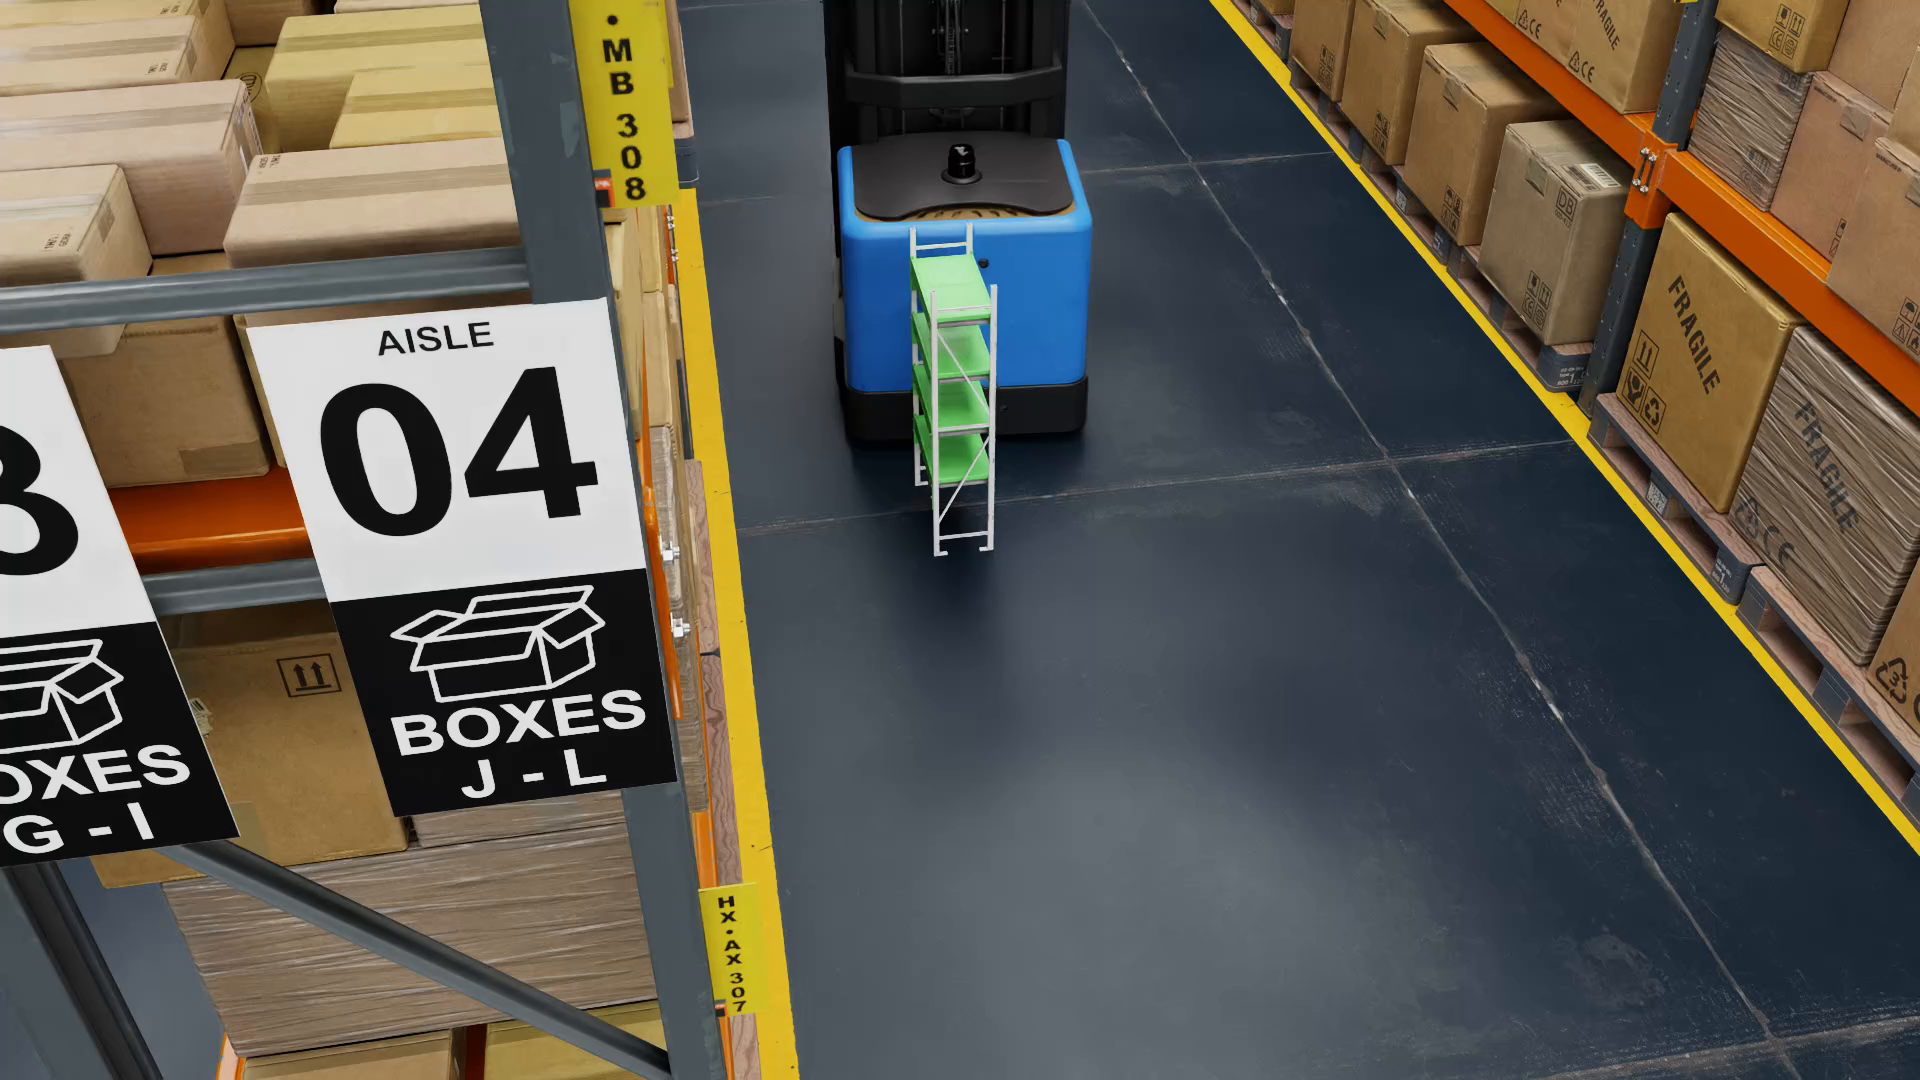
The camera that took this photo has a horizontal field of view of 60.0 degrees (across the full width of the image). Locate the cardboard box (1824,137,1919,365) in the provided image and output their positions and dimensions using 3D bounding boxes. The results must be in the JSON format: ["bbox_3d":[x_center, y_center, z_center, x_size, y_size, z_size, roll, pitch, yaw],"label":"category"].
[{"bbox_3d":[3.469,-0.981,5.445,0.875,0.550,0.550,-6,38,-8],"label":"cardboard box"}]

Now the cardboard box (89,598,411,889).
[{"bbox_3d":[-1.244,0.220,2.883,0.500,0.500,0.500,-6,38,-8],"label":"cardboard box"}]

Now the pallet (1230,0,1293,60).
[{"bbox_3d":[2.458,-3.598,11.210,1.003,0.211,1.213,-6,38,-8],"label":"pallet"}]

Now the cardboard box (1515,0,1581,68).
[{"bbox_3d":[2.852,-2.443,7.368,0.500,0.500,0.500,-7,38,-8],"label":"cardboard box"}]

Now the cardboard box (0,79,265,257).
[{"bbox_3d":[-1.191,-0.510,2.314,0.380,0.149,0.250,-7,38,-9],"label":"cardboard box"}]

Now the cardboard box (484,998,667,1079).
[{"bbox_3d":[-0.720,0.978,3.250,0.380,0.149,0.250,-6,38,-8],"label":"cardboard box"}]

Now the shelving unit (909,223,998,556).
[{"bbox_3d":[-0.029,-0.574,6.511,0.258,1.200,0.503,-6,38,-8],"label":"shelving unit"}]

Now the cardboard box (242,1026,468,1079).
[{"bbox_3d":[-1.158,1.026,3.189,0.380,0.149,0.250,-6,38,-8],"label":"cardboard box"}]

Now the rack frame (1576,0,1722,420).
[{"bbox_3d":[3.295,-1.811,6.637,1.000,3.000,0.127,-6,38,-8],"label":"rack frame"}]

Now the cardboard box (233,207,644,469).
[{"bbox_3d":[-0.735,-0.367,2.455,0.500,0.250,0.500,-5,38,-7],"label":"cardboard box"}]

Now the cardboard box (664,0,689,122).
[{"bbox_3d":[-1.607,-2.237,6.353,1.000,1.000,1.000,-6,38,-8],"label":"cardboard box"}]

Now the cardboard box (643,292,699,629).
[{"bbox_3d":[-0.813,-0.139,3.345,0.500,0.500,0.500,-6,38,-8],"label":"cardboard box"}]

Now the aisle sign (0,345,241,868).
[{"bbox_3d":[-1.189,0.120,2.032,0.394,0.787,0.004,-6,38,-8],"label":"aisle sign"}]

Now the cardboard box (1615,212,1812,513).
[{"bbox_3d":[3.336,-0.751,6.661,0.875,0.875,0.875,-6,38,-7],"label":"cardboard box"}]

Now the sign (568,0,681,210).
[{"bbox_3d":[-0.370,-0.511,1.806,0.100,0.325,0.005,-6,38,-8],"label":"sign"}]

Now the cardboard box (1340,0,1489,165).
[{"bbox_3d":[2.769,-2.600,9.143,1.050,0.750,0.750,-6,38,-7],"label":"cardboard box"}]

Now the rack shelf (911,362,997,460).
[{"bbox_3d":[-0.029,-0.523,6.550,0.258,0.148,0.480,-6,38,-8],"label":"rack shelf"}]

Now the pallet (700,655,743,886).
[{"bbox_3d":[-1.236,0.902,5.416,1.003,0.211,1.213,-6,38,-8],"label":"pallet"}]

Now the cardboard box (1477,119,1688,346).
[{"bbox_3d":[3.098,-1.454,7.668,1.050,0.750,0.750,-6,38,-8],"label":"cardboard box"}]

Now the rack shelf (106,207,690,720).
[{"bbox_3d":[-1.255,-1.031,3.774,1.077,0.370,4.000,-6,38,-8],"label":"rack shelf"}]

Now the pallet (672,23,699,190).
[{"bbox_3d":[-1.597,-1.741,6.702,1.003,0.211,1.213,-6,38,-8],"label":"pallet"}]

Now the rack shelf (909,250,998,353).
[{"bbox_3d":[-0.029,-0.902,6.255,0.258,0.148,0.480,-6,38,-8],"label":"rack shelf"}]

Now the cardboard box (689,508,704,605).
[{"bbox_3d":[-0.887,0.062,4.430,0.380,0.149,0.250,-6,38,-8],"label":"cardboard box"}]

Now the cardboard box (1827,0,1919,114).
[{"bbox_3d":[3.537,-1.751,5.556,0.875,0.550,0.550,-6,38,-8],"label":"cardboard box"}]

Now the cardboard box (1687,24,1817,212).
[{"bbox_3d":[3.372,-1.649,6.306,0.875,0.550,0.550,-6,38,-8],"label":"cardboard box"}]

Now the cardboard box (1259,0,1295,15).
[{"bbox_3d":[2.221,-3.776,10.860,0.500,0.500,0.500,-6,38,-8],"label":"cardboard box"}]

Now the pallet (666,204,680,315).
[{"bbox_3d":[-1.961,-1.446,8.440,1.003,0.211,1.213,-6,38,-8],"label":"pallet"}]

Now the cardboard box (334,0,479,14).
[{"bbox_3d":[-0.819,-0.875,2.784,0.380,0.149,0.250,-5,38,-6],"label":"cardboard box"}]

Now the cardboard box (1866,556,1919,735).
[{"bbox_3d":[3.656,0.344,5.252,0.875,0.875,0.875,-7,38,-9],"label":"cardboard box"}]

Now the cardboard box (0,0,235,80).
[{"bbox_3d":[-1.414,-0.812,2.703,0.380,0.149,0.250,-6,38,-8],"label":"cardboard box"}]

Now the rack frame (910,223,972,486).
[{"bbox_3d":[-0.072,-0.721,6.700,0.240,1.200,0.015,-6,38,-8],"label":"rack frame"}]

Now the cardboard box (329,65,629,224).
[{"bbox_3d":[-0.675,-0.564,2.383,0.380,0.149,0.250,-5,38,-7],"label":"cardboard box"}]

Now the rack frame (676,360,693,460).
[{"bbox_3d":[-1.606,-1.339,6.029,1.000,3.000,0.127,-6,38,-8],"label":"rack frame"}]

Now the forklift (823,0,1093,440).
[{"bbox_3d":[-0.080,-2.477,7.549,1.130,2.935,3.031,-3,38,-4],"label":"forklift"}]

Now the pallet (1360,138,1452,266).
[{"bbox_3d":[2.868,-1.907,9.032,1.003,0.211,1.213,-6,38,-8],"label":"pallet"}]

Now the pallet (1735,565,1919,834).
[{"bbox_3d":[3.569,0.496,5.940,1.003,0.211,1.213,-6,38,-8],"label":"pallet"}]

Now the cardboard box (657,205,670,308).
[{"bbox_3d":[-0.996,-0.742,4.122,0.500,0.500,0.500,-6,38,-8],"label":"cardboard box"}]

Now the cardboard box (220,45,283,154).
[{"bbox_3d":[-1.330,-0.613,2.772,0.500,0.250,0.500,-6,38,-8],"label":"cardboard box"}]

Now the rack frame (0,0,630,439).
[{"bbox_3d":[-0.905,-1.292,1.078,1.000,3.000,0.127,-6,38,-8],"label":"rack frame"}]

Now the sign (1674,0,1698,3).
[{"bbox_3d":[2.763,-2.173,6.223,0.100,0.325,0.005,-6,38,-8],"label":"sign"}]

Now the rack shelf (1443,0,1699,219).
[{"bbox_3d":[2.944,-2.735,8.412,1.077,0.370,4.000,-6,38,-8],"label":"rack shelf"}]
